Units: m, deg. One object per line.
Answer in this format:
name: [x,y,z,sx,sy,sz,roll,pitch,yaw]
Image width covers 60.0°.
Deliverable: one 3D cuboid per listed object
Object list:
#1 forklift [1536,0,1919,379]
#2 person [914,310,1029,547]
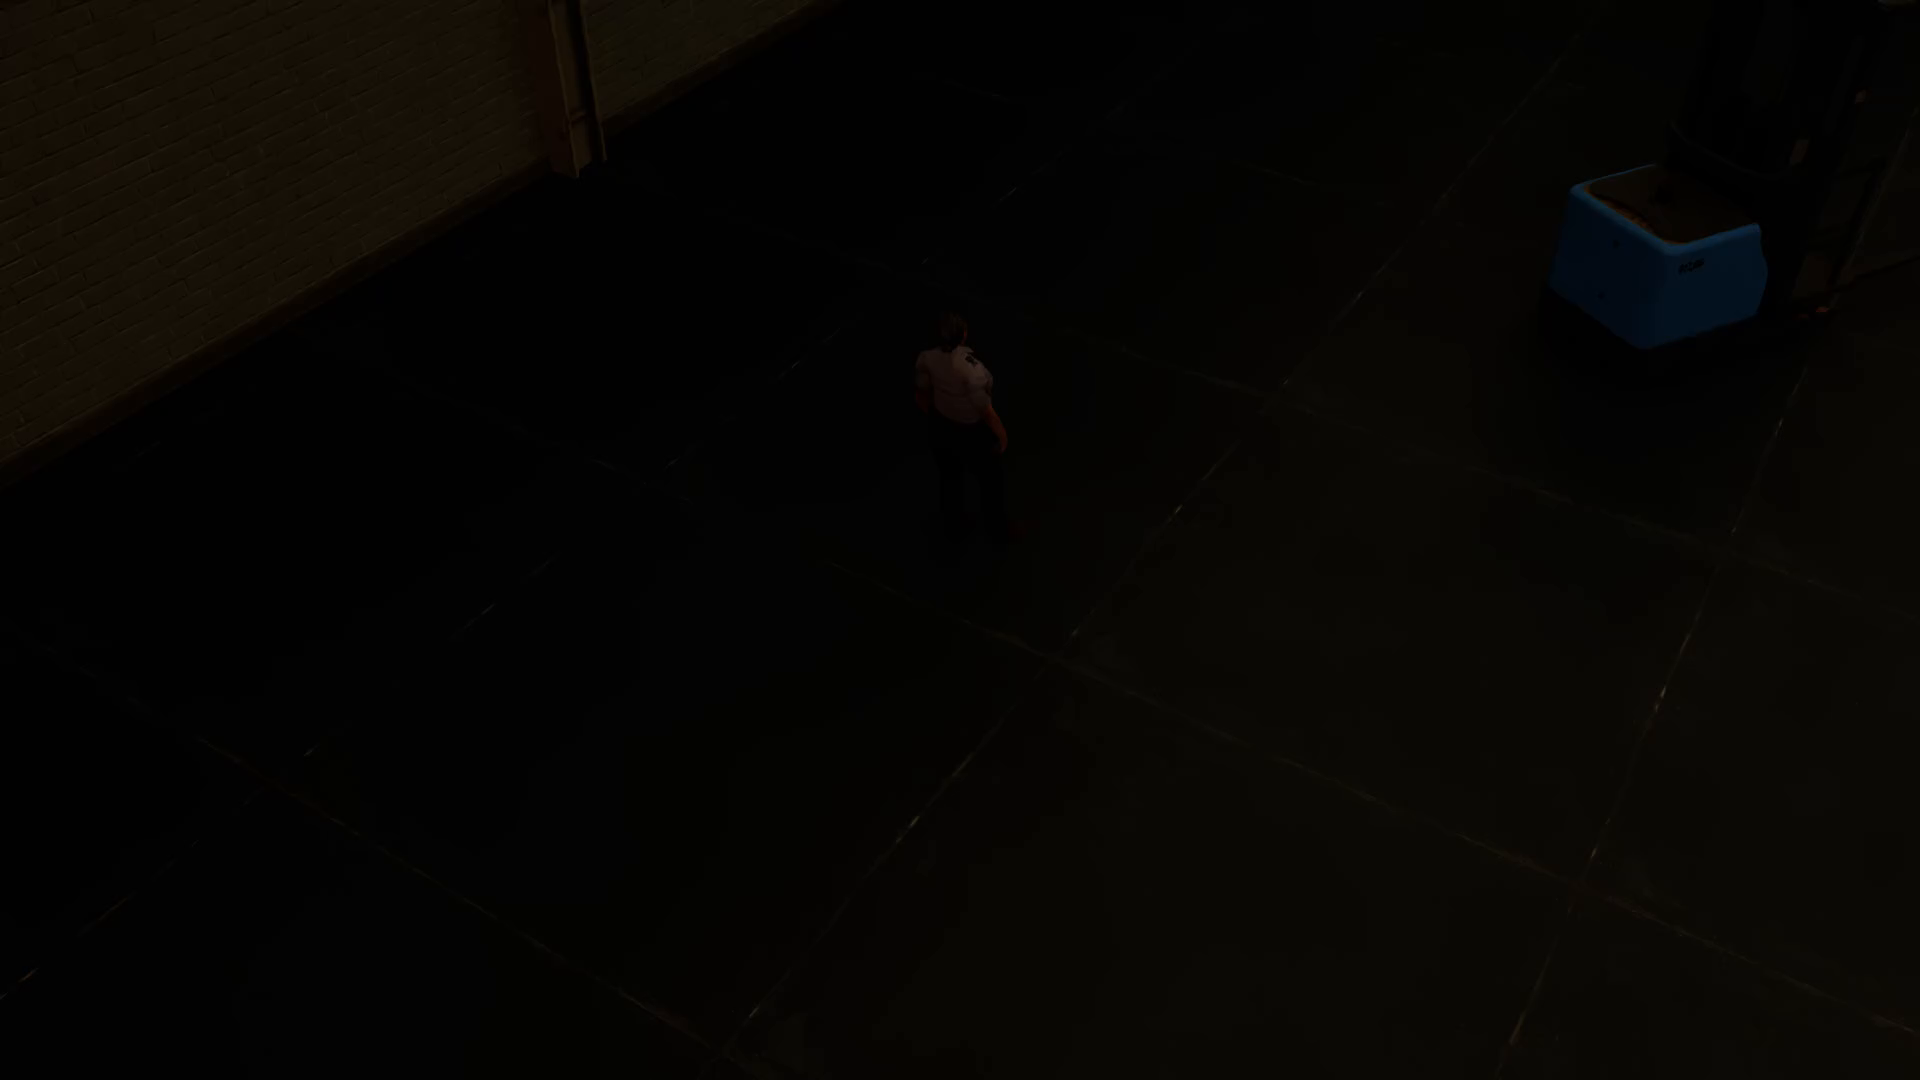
forklift: [5.745,-2.879,11.364,3.031,2.935,1.130,-17,43,-19]
person: [0.067,-0.675,9.745,0.599,1.650,0.502,22,45,24]
